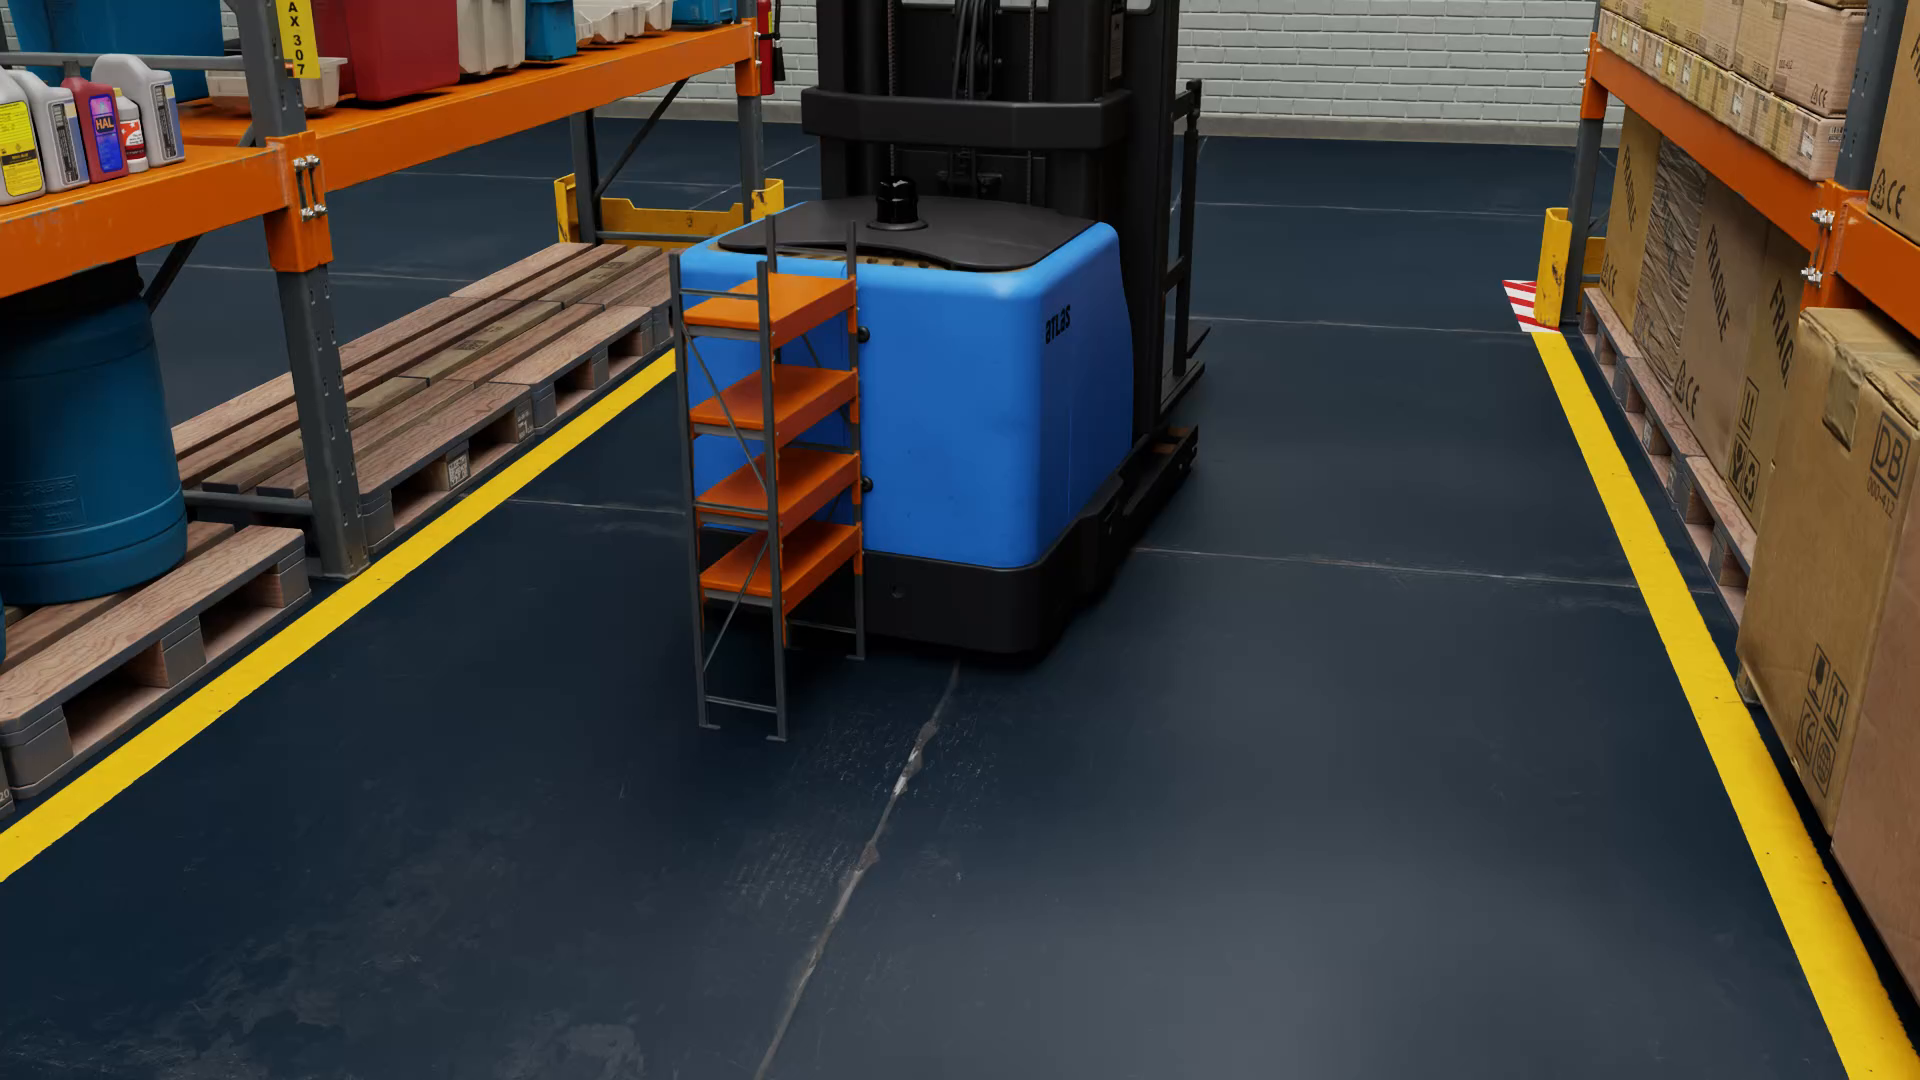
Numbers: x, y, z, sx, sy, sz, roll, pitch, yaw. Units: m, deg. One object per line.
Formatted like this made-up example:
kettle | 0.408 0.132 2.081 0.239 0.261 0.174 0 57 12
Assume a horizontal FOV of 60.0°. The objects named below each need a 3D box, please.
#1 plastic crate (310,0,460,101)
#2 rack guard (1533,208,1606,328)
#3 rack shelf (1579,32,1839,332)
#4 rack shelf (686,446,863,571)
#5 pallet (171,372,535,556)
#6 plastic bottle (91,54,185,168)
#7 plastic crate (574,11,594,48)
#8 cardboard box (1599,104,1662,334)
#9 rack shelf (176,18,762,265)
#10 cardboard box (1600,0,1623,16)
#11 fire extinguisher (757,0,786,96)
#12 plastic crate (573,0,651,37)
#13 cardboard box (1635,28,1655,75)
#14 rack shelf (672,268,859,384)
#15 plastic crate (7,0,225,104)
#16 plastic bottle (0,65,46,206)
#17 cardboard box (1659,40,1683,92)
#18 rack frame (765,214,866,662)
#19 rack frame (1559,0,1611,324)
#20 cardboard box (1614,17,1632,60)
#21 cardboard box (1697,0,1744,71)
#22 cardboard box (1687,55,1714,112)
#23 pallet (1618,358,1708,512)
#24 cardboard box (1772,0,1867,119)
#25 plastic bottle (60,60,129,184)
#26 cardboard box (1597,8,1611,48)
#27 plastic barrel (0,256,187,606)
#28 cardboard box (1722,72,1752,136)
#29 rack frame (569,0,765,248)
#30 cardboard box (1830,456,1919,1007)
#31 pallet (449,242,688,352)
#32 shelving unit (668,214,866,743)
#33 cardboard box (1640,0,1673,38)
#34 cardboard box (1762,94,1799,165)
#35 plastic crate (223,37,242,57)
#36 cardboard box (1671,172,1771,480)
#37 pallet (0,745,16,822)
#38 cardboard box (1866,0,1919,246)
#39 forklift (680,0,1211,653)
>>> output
plastic crate | -1.897 -1.688 5.363 0.402 0.464 0.583 4 22 11
rack guard | 3.346 -1.257 7.807 1.175 0.500 0.348 4 22 11
rack shelf | 2.933 -1.343 5.636 1.077 0.370 4.000 4 22 11
rack shelf | -0.456 -0.095 4.164 0.258 0.148 0.480 8 23 19
pallet | -2.212 -0.301 5.819 1.003 0.211 1.213 4 22 11
plastic bottle | -2.088 -1.097 4.227 0.152 0.276 0.135 4 22 11
plastic crate | -1.646 -2.061 6.728 0.298 0.136 0.250 4 22 11
cardboard box | 3.288 -1.377 7.040 0.875 0.875 0.875 4 22 11
rack shelf | -1.916 -1.721 6.574 1.077 0.370 4.000 4 22 11
cardboard box | 2.978 -2.322 6.906 0.500 0.250 0.500 4 22 9
fire extinguisher | -1.032 -2.597 8.390 0.296 0.674 0.183 4 22 11
plastic crate | -1.570 -2.274 7.258 0.396 0.136 0.243 4 22 11
cardboard box | 2.737 -1.811 6.171 0.380 0.149 0.250 4 22 10
rack shelf | -0.456 -0.522 3.992 0.258 0.148 0.480 8 23 19
plastic crate | -2.563 -1.540 5.103 0.392 0.384 0.575 4 22 11
plastic bottle | -2.191 -0.939 3.736 0.144 0.351 0.185 4 22 11
cardboard box | 2.633 -1.624 5.708 0.380 0.149 0.250 4 22 10
rack frame | -0.373 -0.243 4.352 0.240 1.200 0.015 8 23 19
rack frame | 3.341 -2.408 7.318 1.000 3.000 0.127 4 22 11
cardboard box | 2.842 -1.999 6.639 0.380 0.149 0.250 4 22 10
cardboard box | 2.565 -1.571 5.043 0.500 0.250 0.500 5 22 12
cardboard box | 2.528 -1.435 5.238 0.380 0.149 0.250 4 22 10
pallet | 3.003 -0.371 5.993 1.003 0.211 1.213 4 22 11
cardboard box | 2.358 -1.195 4.109 0.500 0.250 0.500 4 22 10
plastic bottle | -2.091 -1.012 4.007 0.061 0.283 0.133 4 22 11
cardboard box | 2.945 -2.187 7.105 0.380 0.149 0.250 5 22 12
plastic barrel | -2.452 -0.347 4.446 0.600 0.901 0.708 4 22 11
cardboard box | 2.423 -1.247 4.772 0.380 0.149 0.250 5 22 12
rack frame | -1.508 -2.786 8.255 1.000 3.000 0.127 4 22 11
cardboard box | 2.232 0.408 2.608 1.225 0.875 0.875 4 22 9
pallet | -1.714 -1.194 8.035 1.003 0.211 1.213 4 22 11
shelving unit | -0.456 -0.158 4.139 0.258 1.200 0.503 8 23 19
cardboard box | 2.773 -1.948 5.977 0.500 0.250 0.500 4 22 9
cardboard box | 2.318 -1.060 4.306 0.380 0.149 0.250 5 22 12
plastic crate | -2.359 -1.653 5.731 0.437 0.125 0.590 4 22 11
cardboard box | 2.921 -0.719 5.406 0.875 0.875 0.875 4 22 11
pallet | -2.769 0.697 3.340 1.003 0.211 1.213 4 22 11
cardboard box | 2.186 -0.843 3.297 0.500 0.500 0.500 5 22 11
forklift | 0.215 -1.578 5.349 1.130 2.935 3.031 8 23 19
